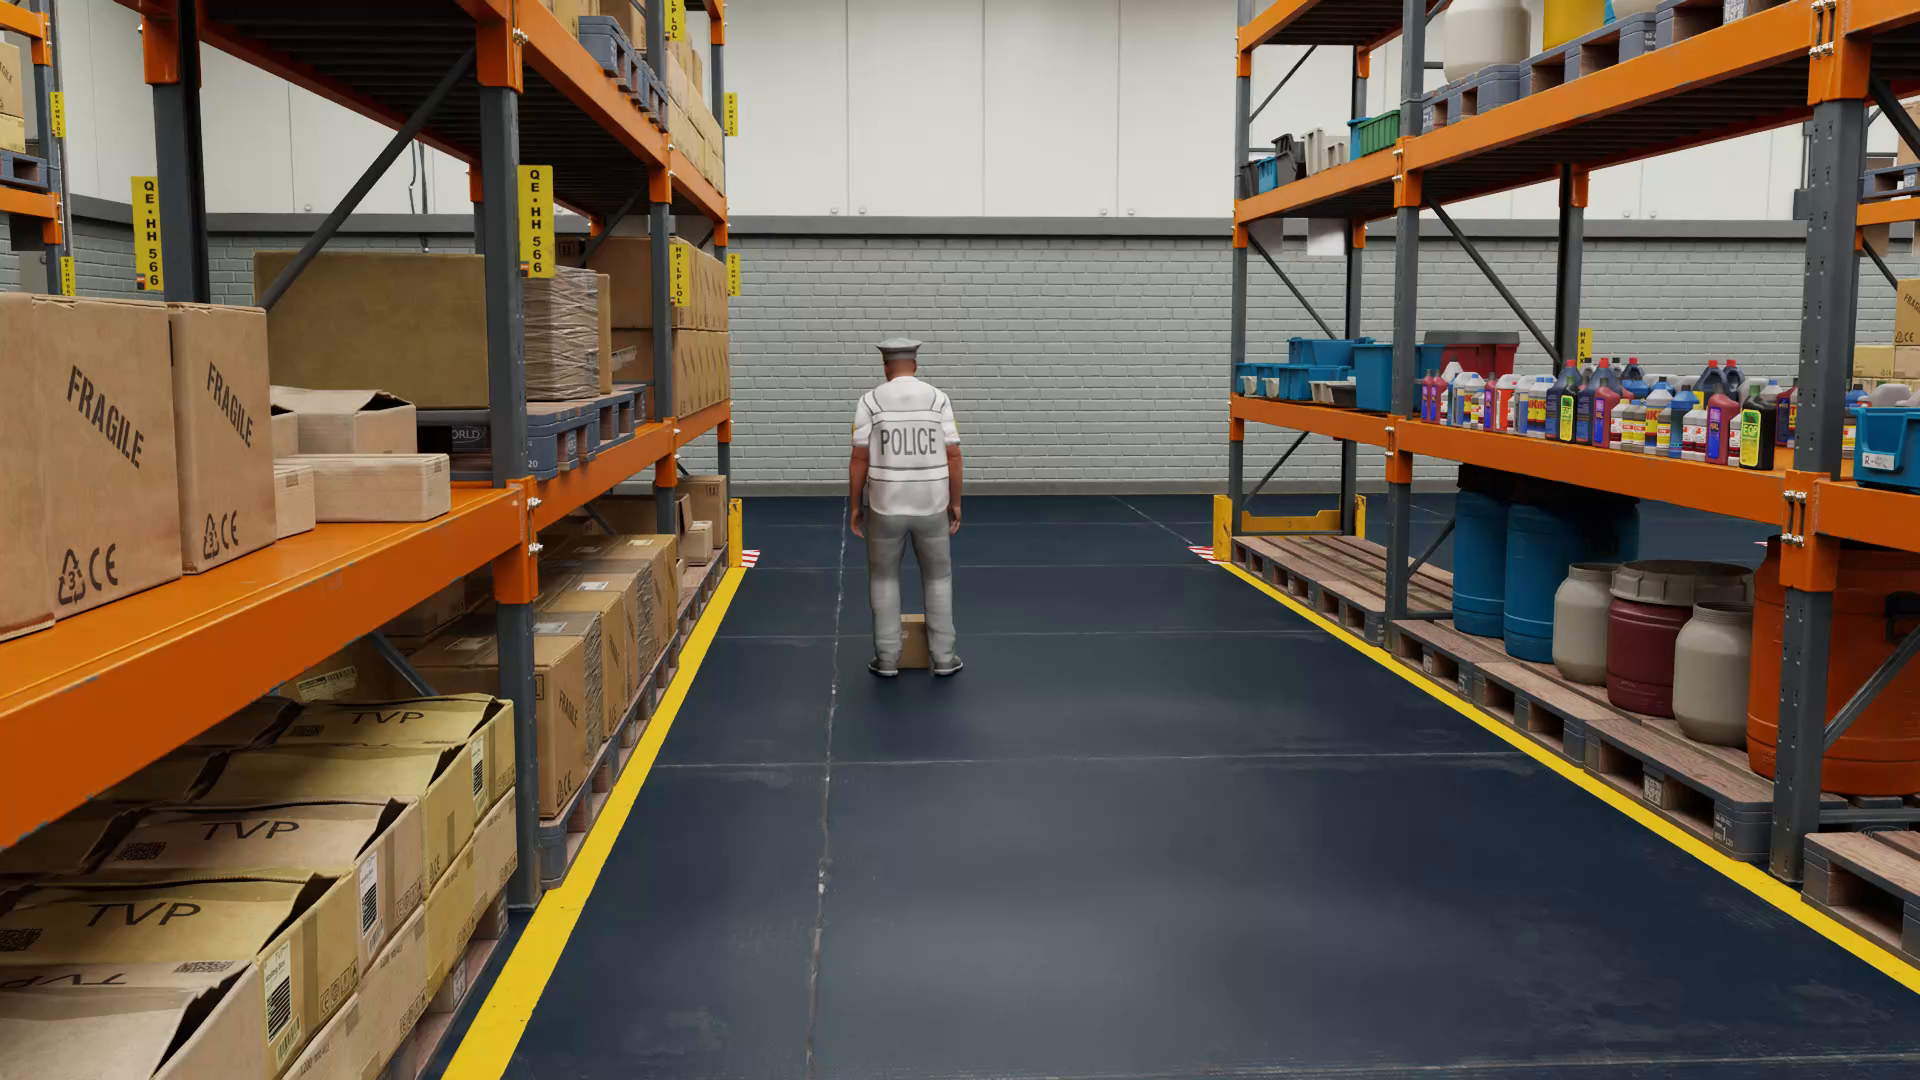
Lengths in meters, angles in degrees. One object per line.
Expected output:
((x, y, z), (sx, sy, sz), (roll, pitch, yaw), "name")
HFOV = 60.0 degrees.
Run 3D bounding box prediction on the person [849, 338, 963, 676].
((-0.272, -0.167, 8.613), (0.606, 1.748, 0.435), (-1, 7, -7), "person")
